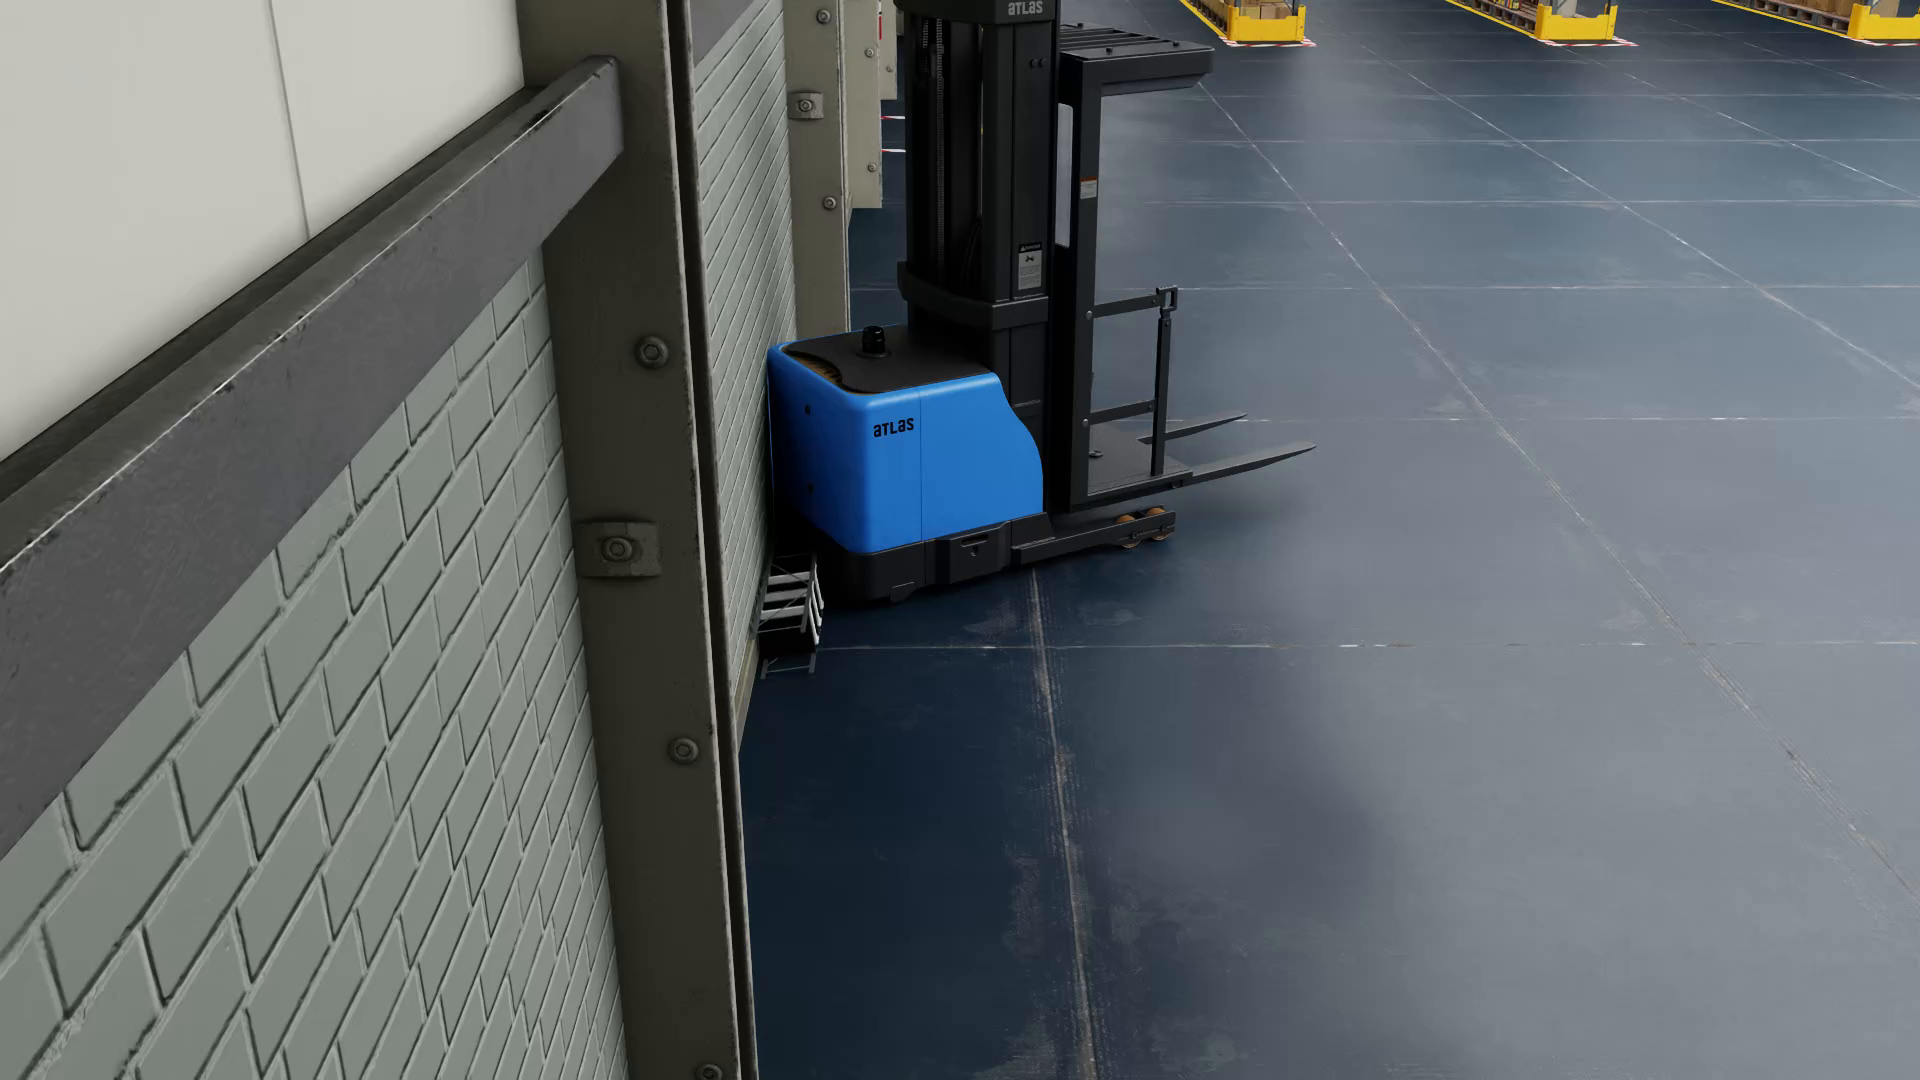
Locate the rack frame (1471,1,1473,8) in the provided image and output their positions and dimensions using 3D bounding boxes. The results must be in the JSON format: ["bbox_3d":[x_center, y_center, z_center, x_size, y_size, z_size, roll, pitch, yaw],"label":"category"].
[{"bbox_3d":[9.705,-10.929,29.275,1.000,3.000,0.127,0,24,-1],"label":"rack frame"}]

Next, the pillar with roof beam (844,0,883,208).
[{"bbox_3d":[3.406,-7.329,14.035,9.100,9.000,0.400,0,24,-1],"label":"pillar with roof beam"}]

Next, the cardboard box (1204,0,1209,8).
[{"bbox_3d":[4.455,-9.243,28.373,0.500,0.250,0.500,0,24,-1],"label":"cardboard box"}]

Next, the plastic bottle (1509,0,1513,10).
[{"bbox_3d":[9.271,-9.047,27.875,0.061,0.283,0.133,0,24,1],"label":"plastic bottle"}]

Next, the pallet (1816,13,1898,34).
[{"bbox_3d":[14.727,-8.399,27.064,1.003,0.211,1.213,0,24,-1],"label":"pallet"}]

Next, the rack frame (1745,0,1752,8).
[{"bbox_3d":[14.658,-10.952,29.324,1.000,3.000,0.127,0,24,-1],"label":"rack frame"}]

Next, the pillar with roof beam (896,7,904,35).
[{"bbox_3d":[3.275,-12.274,24.968,9.100,9.000,0.400,0,24,-1],"label":"pillar with roof beam"}]

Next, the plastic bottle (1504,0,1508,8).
[{"bbox_3d":[9.314,-9.156,28.127,0.152,0.276,0.135,-1,24,-2],"label":"plastic bottle"}]

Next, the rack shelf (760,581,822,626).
[{"bbox_3d":[-0.788,0.313,7.756,0.258,0.200,0.077,-8,24,3],"label":"rack shelf"}]

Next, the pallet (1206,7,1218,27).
[{"bbox_3d":[4.735,-8.806,27.965,1.003,0.211,1.213,0,24,-1],"label":"pallet"}]

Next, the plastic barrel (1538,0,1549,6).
[{"bbox_3d":[9.660,-8.816,27.112,0.421,0.512,0.421,0,24,0],"label":"plastic barrel"}]

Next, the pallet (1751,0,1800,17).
[{"bbox_3d":[14.701,-9.404,29.287,1.003,0.211,1.213,0,24,-1],"label":"pallet"}]

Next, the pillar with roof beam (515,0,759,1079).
[{"bbox_3d":[3.537,-2.384,3.102,9.100,9.000,0.400,0,24,-1],"label":"pillar with roof beam"}]

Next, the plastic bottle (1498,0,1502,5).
[{"bbox_3d":[9.306,-9.335,28.431,0.144,0.351,0.185,0,24,-1],"label":"plastic bottle"}]

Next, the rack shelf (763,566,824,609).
[{"bbox_3d":[-0.790,0.239,7.921,0.258,0.200,0.077,-8,24,3],"label":"rack shelf"}]

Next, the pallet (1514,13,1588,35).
[{"bbox_3d":[9.698,-8.376,27.014,1.003,0.211,1.213,0,24,-1],"label":"pallet"}]

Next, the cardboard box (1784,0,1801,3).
[{"bbox_3d":[14.636,-9.603,28.866,0.500,0.500,0.500,8,25,16],"label":"cardboard box"}]

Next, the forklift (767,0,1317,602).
[{"bbox_3d":[0.543,-1.467,8.437,3.031,2.935,1.130,-14,28,-28],"label":"forklift"}]

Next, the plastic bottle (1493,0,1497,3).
[{"bbox_3d":[9.262,-9.412,28.682,0.061,0.283,0.133,1,24,2],"label":"plastic bottle"}]

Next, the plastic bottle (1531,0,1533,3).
[{"bbox_3d":[9.904,-9.405,28.667,0.061,0.283,0.133,0,24,-1],"label":"plastic bottle"}]

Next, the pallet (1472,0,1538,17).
[{"bbox_3d":[9.671,-9.382,29.237,1.003,0.211,1.213,0,24,-1],"label":"pallet"}]

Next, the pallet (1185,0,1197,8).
[{"bbox_3d":[4.705,-9.941,30.475,1.003,0.211,1.213,0,24,-1],"label":"pallet"}]

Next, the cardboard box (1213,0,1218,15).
[{"bbox_3d":[4.470,-8.830,27.462,0.500,0.250,0.500,0,24,-1],"label":"cardboard box"}]

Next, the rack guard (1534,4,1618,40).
[{"bbox_3d":[9.701,-8.173,26.215,1.175,0.500,0.348,0,24,-1],"label":"rack guard"}]

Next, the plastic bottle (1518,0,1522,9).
[{"bbox_3d":[9.422,-9.103,28.000,0.061,0.283,0.133,0,24,-1],"label":"plastic bottle"}]

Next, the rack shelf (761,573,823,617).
[{"bbox_3d":[-0.789,0.276,7.839,0.258,0.200,0.077,-8,24,3],"label":"rack shelf"}]

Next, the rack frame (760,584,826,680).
[{"bbox_3d":[-0.773,0.418,7.768,0.240,0.006,0.900,-8,24,3],"label":"rack frame"}]

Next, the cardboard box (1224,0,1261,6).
[{"bbox_3d":[4.493,-8.760,26.396,0.500,0.500,0.500,0,24,-1],"label":"cardboard box"}]

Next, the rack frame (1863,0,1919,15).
[{"bbox_3d":[14.702,-9.303,25.680,1.000,3.000,0.127,0,24,-1],"label":"rack frame"}]

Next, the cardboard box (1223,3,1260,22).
[{"bbox_3d":[4.495,-8.418,26.551,0.500,0.250,0.500,0,24,-1],"label":"cardboard box"}]

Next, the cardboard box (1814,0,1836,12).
[{"bbox_3d":[14.683,-9.117,27.793,0.500,0.500,0.500,2,24,4],"label":"cardboard box"}]

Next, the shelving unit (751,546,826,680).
[{"bbox_3d":[-0.788,0.326,7.726,0.258,0.210,0.900,-8,24,3],"label":"shelving unit"}]

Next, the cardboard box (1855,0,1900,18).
[{"bbox_3d":[14.712,-8.613,26.678,0.500,0.500,0.500,4,25,9],"label":"cardboard box"}]
